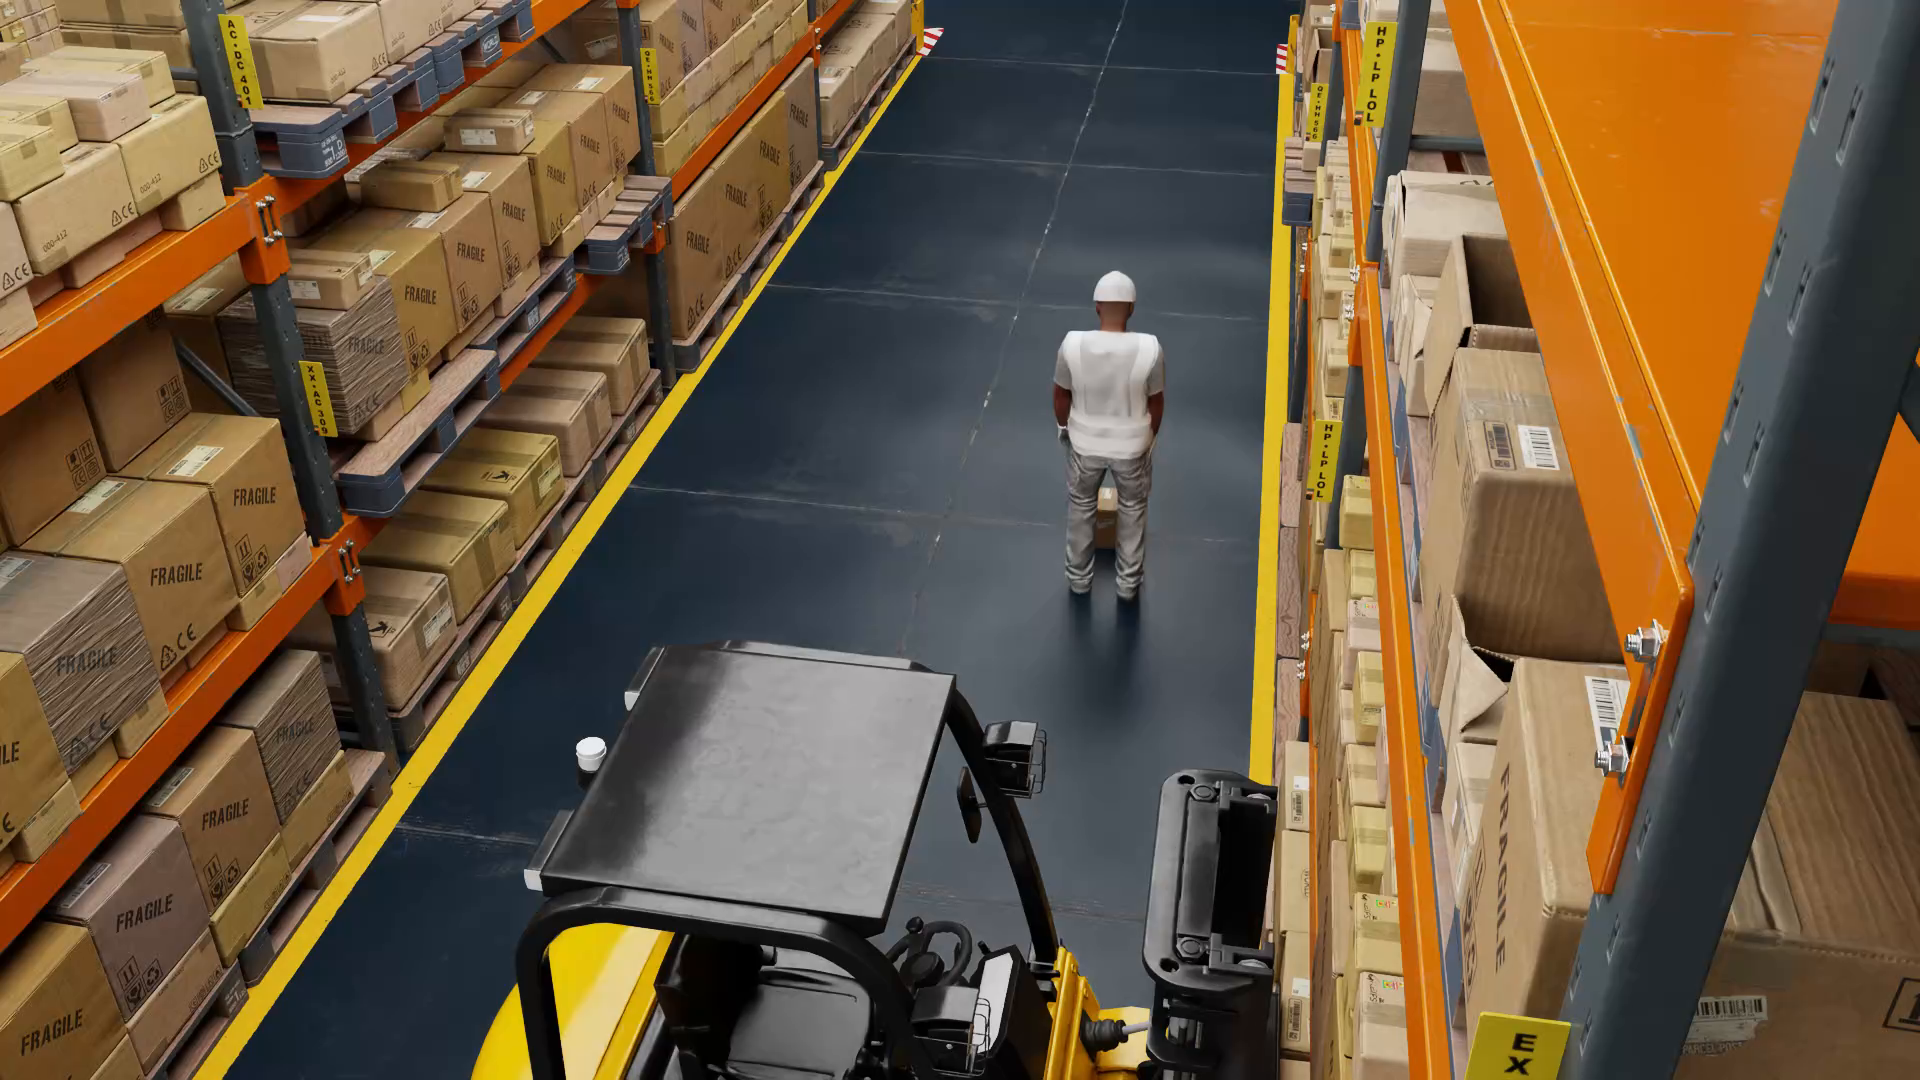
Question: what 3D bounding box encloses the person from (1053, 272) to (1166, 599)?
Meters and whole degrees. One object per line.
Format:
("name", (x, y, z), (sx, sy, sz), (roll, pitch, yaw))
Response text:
("person", (0.747, -0.513, 8.460), (0.559, 1.761, 0.400), (6, 33, 9))
